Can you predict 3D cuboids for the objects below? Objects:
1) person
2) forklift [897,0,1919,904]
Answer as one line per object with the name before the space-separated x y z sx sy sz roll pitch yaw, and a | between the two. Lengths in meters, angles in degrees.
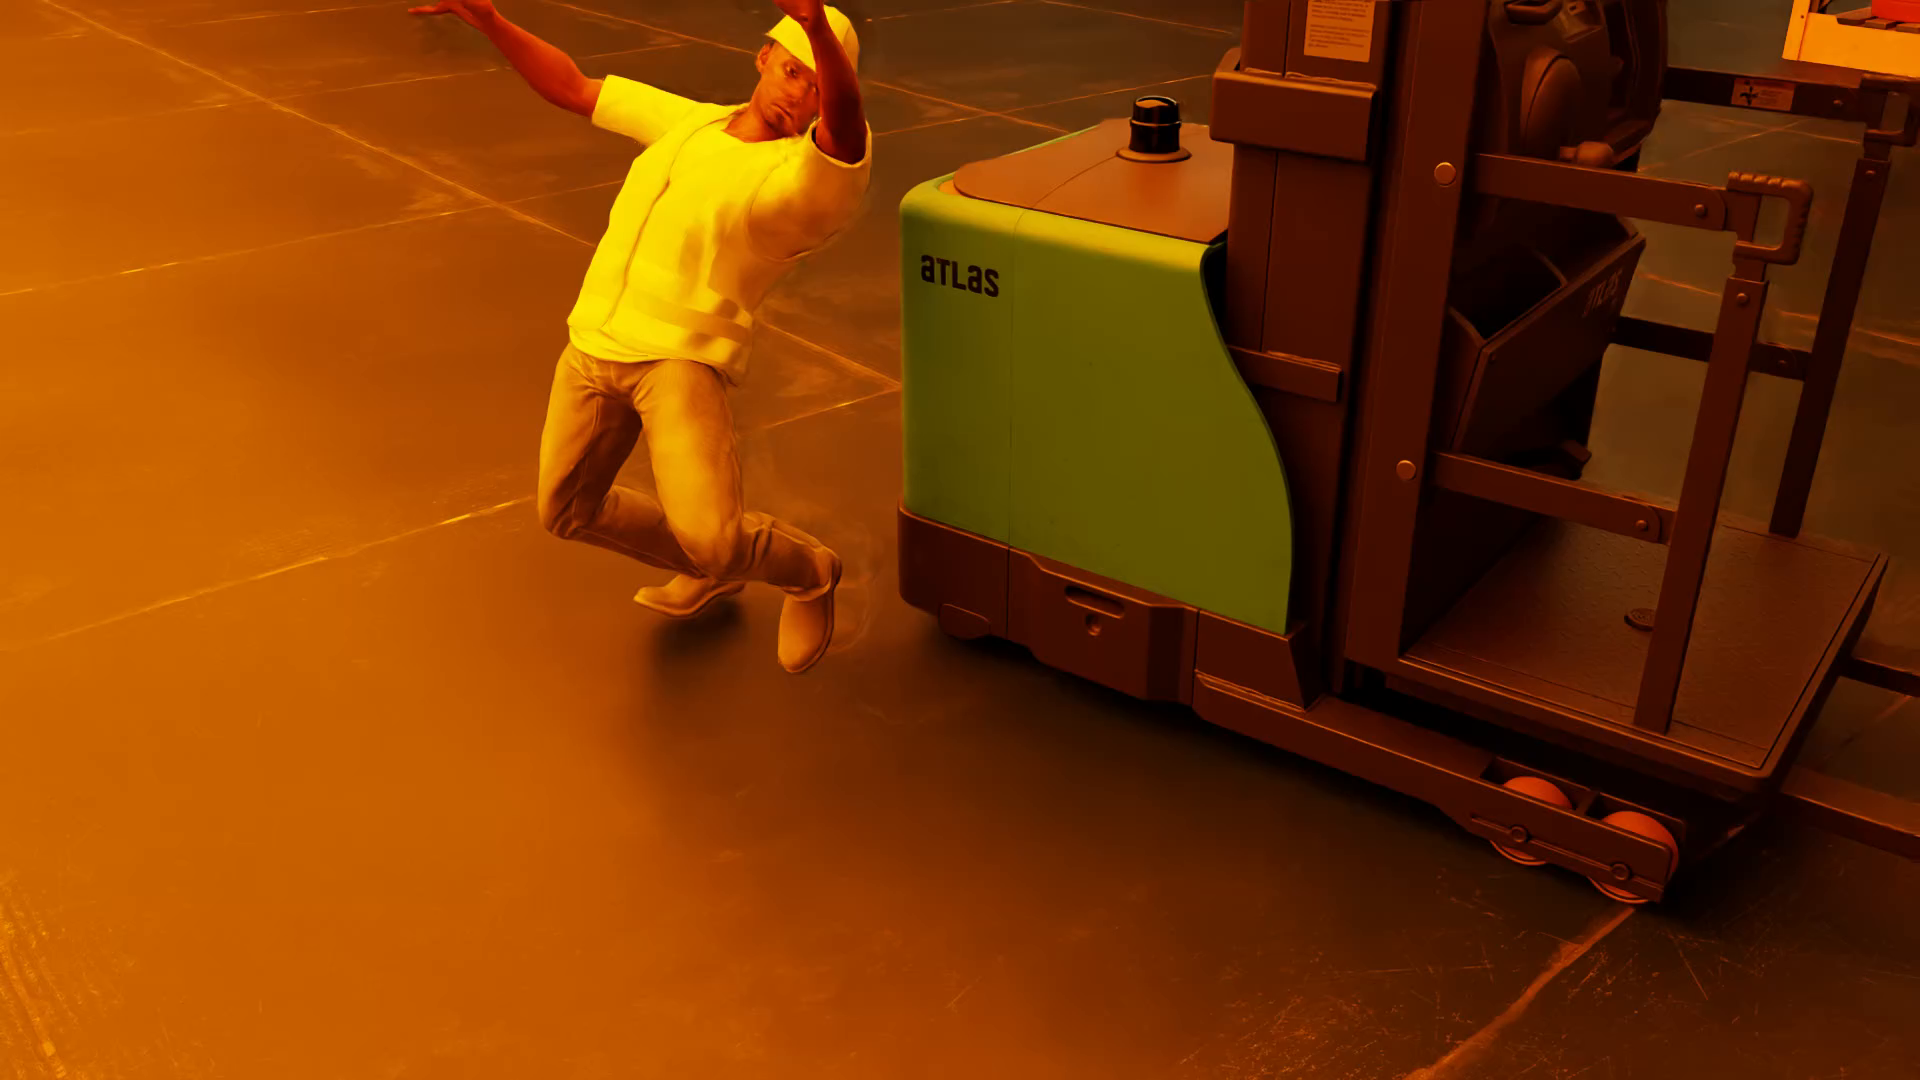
person | -0.592 -0.530 3.707 1.042 1.644 0.741 19 32 34
forklift | 1.334 -0.899 3.016 3.031 2.935 1.130 18 32 32
